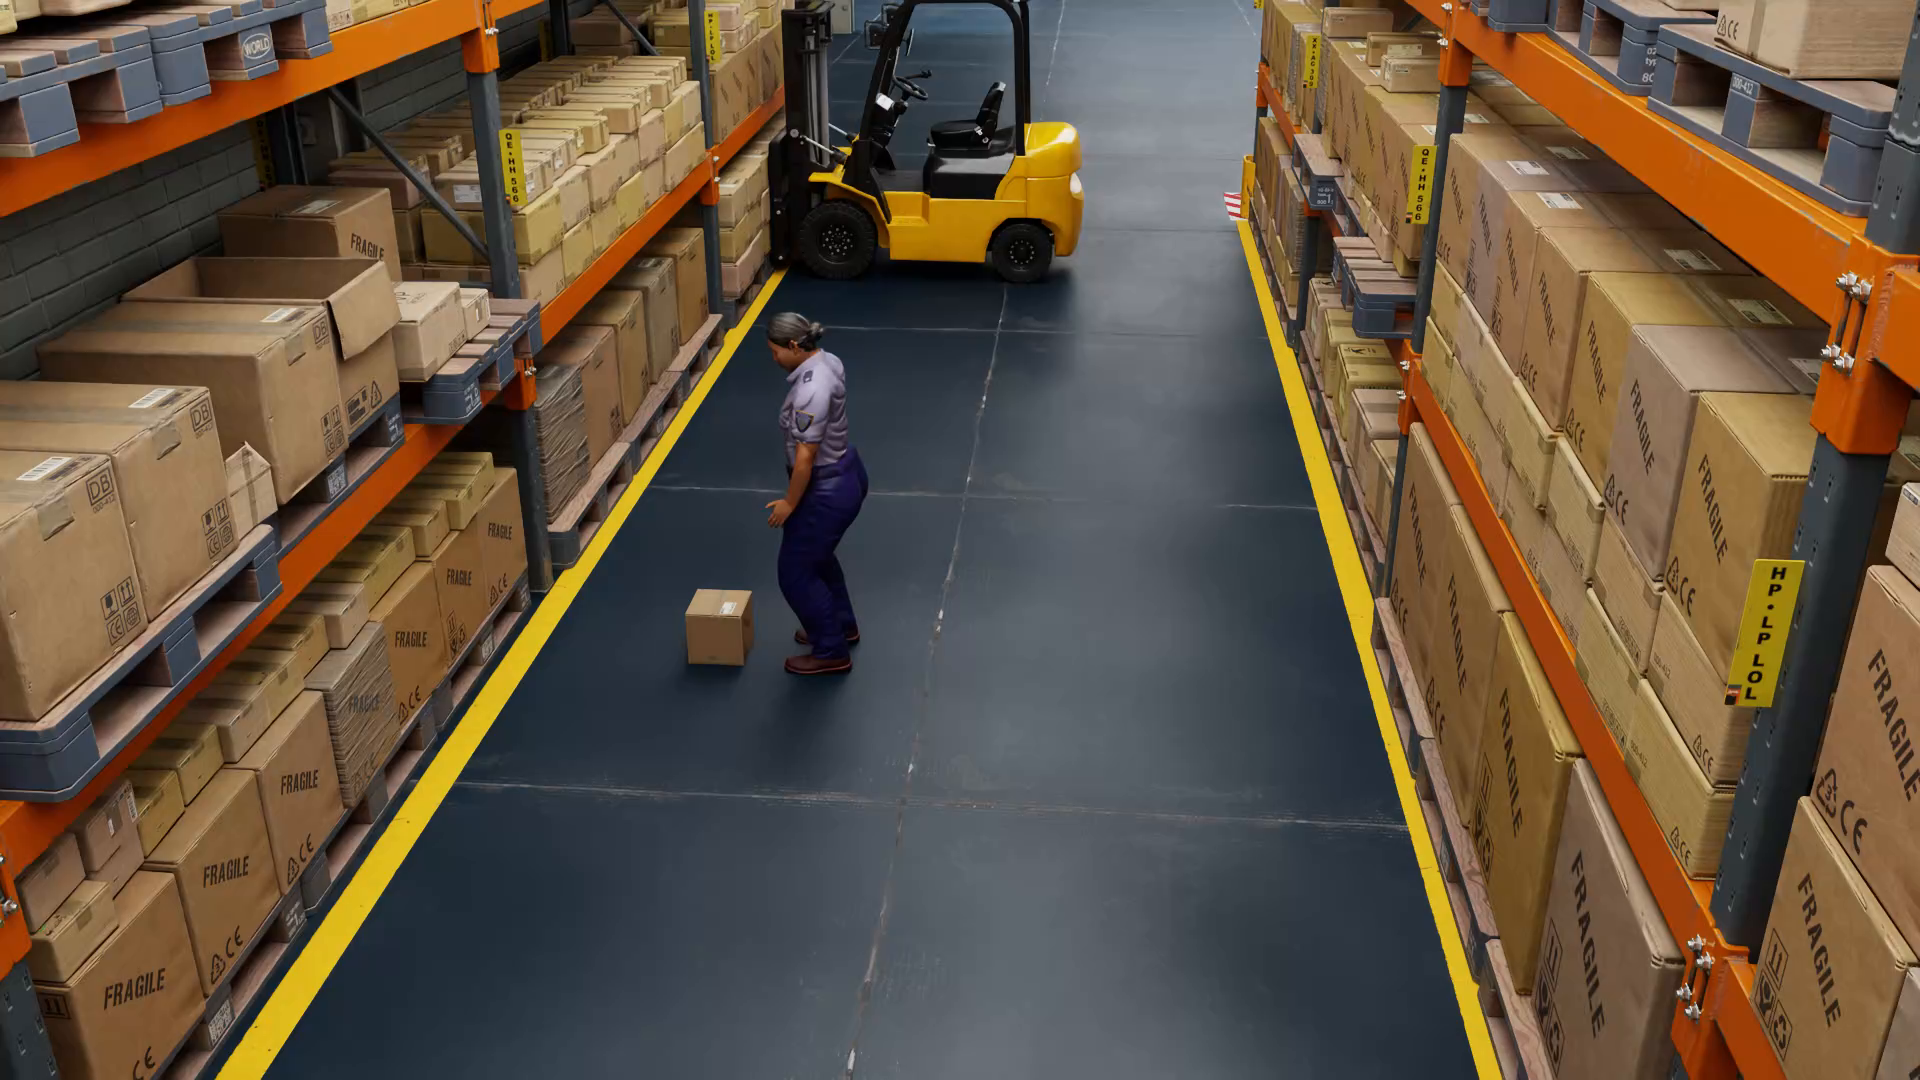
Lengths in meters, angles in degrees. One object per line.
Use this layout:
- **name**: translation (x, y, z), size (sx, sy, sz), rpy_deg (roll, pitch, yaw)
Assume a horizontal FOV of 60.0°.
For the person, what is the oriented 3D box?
- **person**: translation (-0.606, -0.196, 7.115), size (0.397, 1.607, 0.496), rpy_deg (2, 25, 5)
